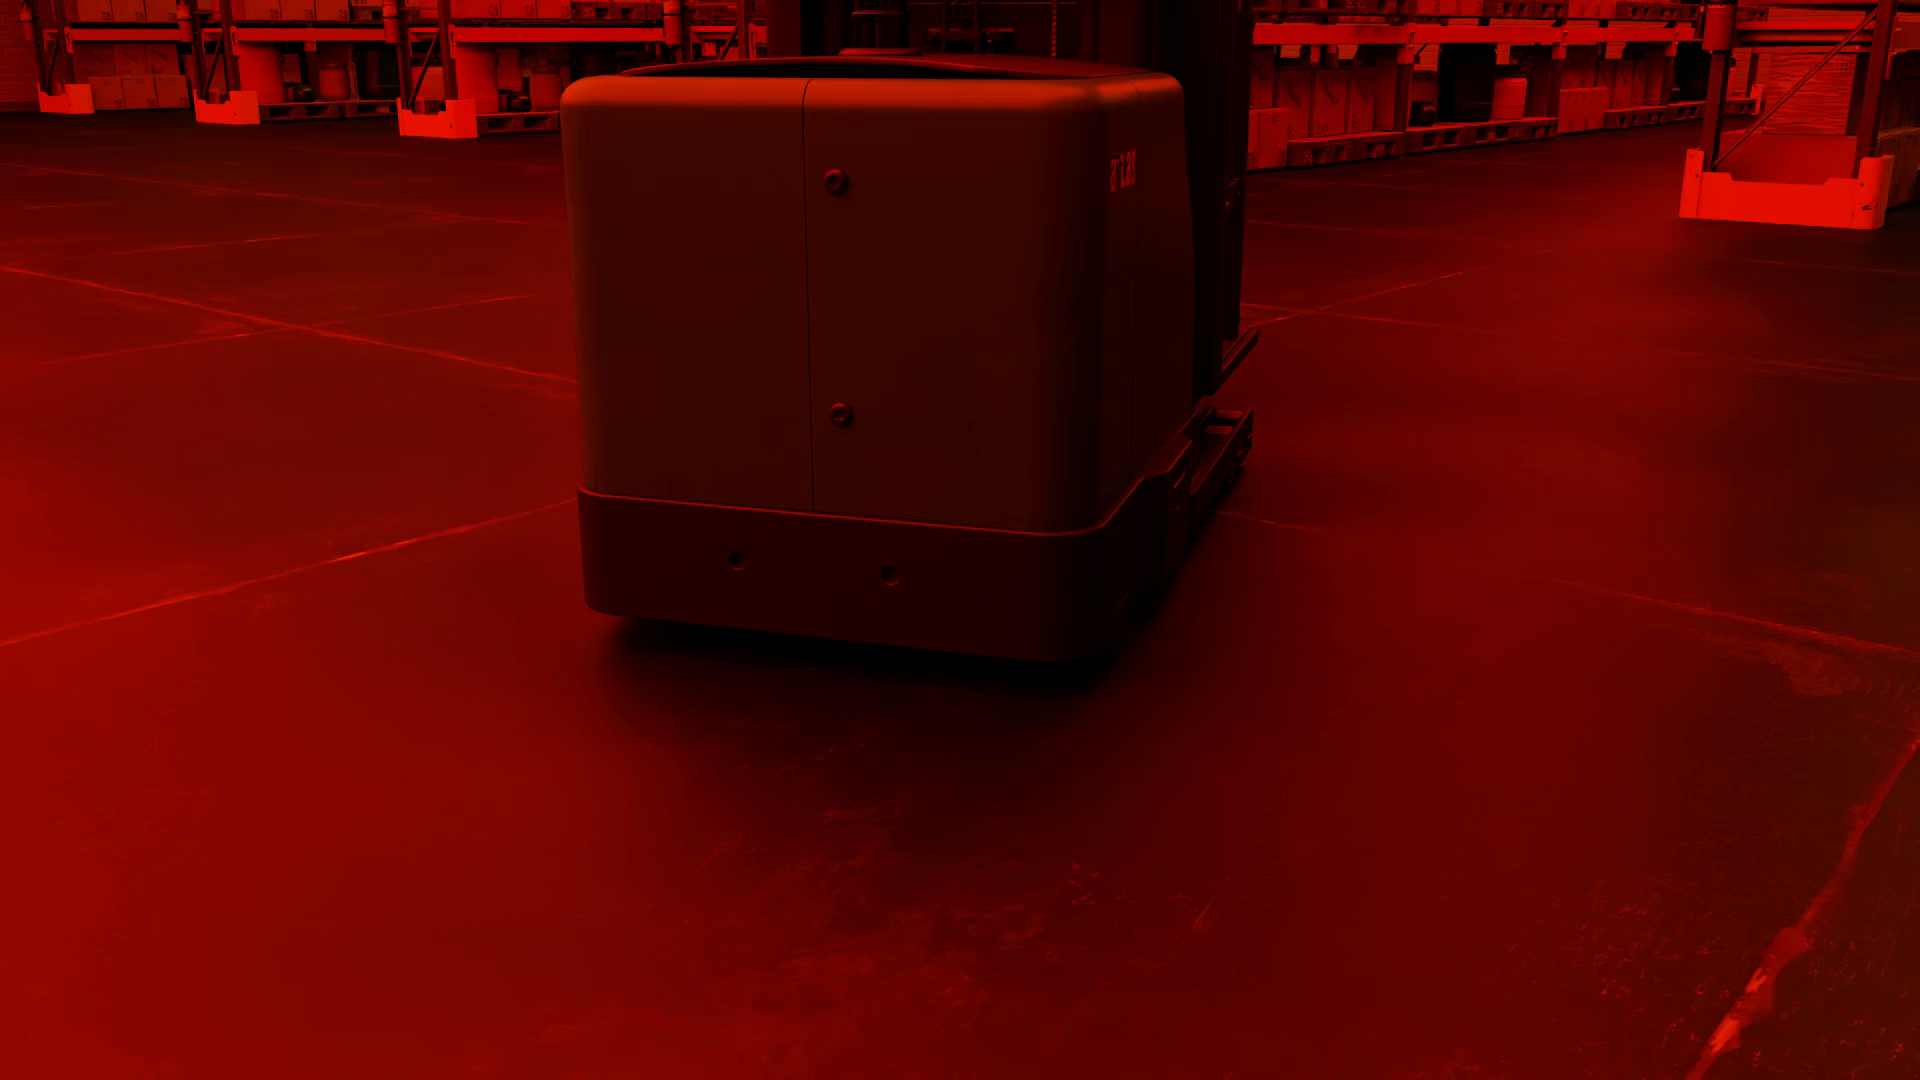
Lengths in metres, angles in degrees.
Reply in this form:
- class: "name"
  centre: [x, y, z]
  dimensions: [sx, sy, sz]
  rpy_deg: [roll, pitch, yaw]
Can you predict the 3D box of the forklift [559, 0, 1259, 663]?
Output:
- class: "forklift"
  centre: [0.182, -1.571, 4.072]
  dimensions: [1.130, 2.935, 3.031]
  rpy_deg: [5, 18, 17]
